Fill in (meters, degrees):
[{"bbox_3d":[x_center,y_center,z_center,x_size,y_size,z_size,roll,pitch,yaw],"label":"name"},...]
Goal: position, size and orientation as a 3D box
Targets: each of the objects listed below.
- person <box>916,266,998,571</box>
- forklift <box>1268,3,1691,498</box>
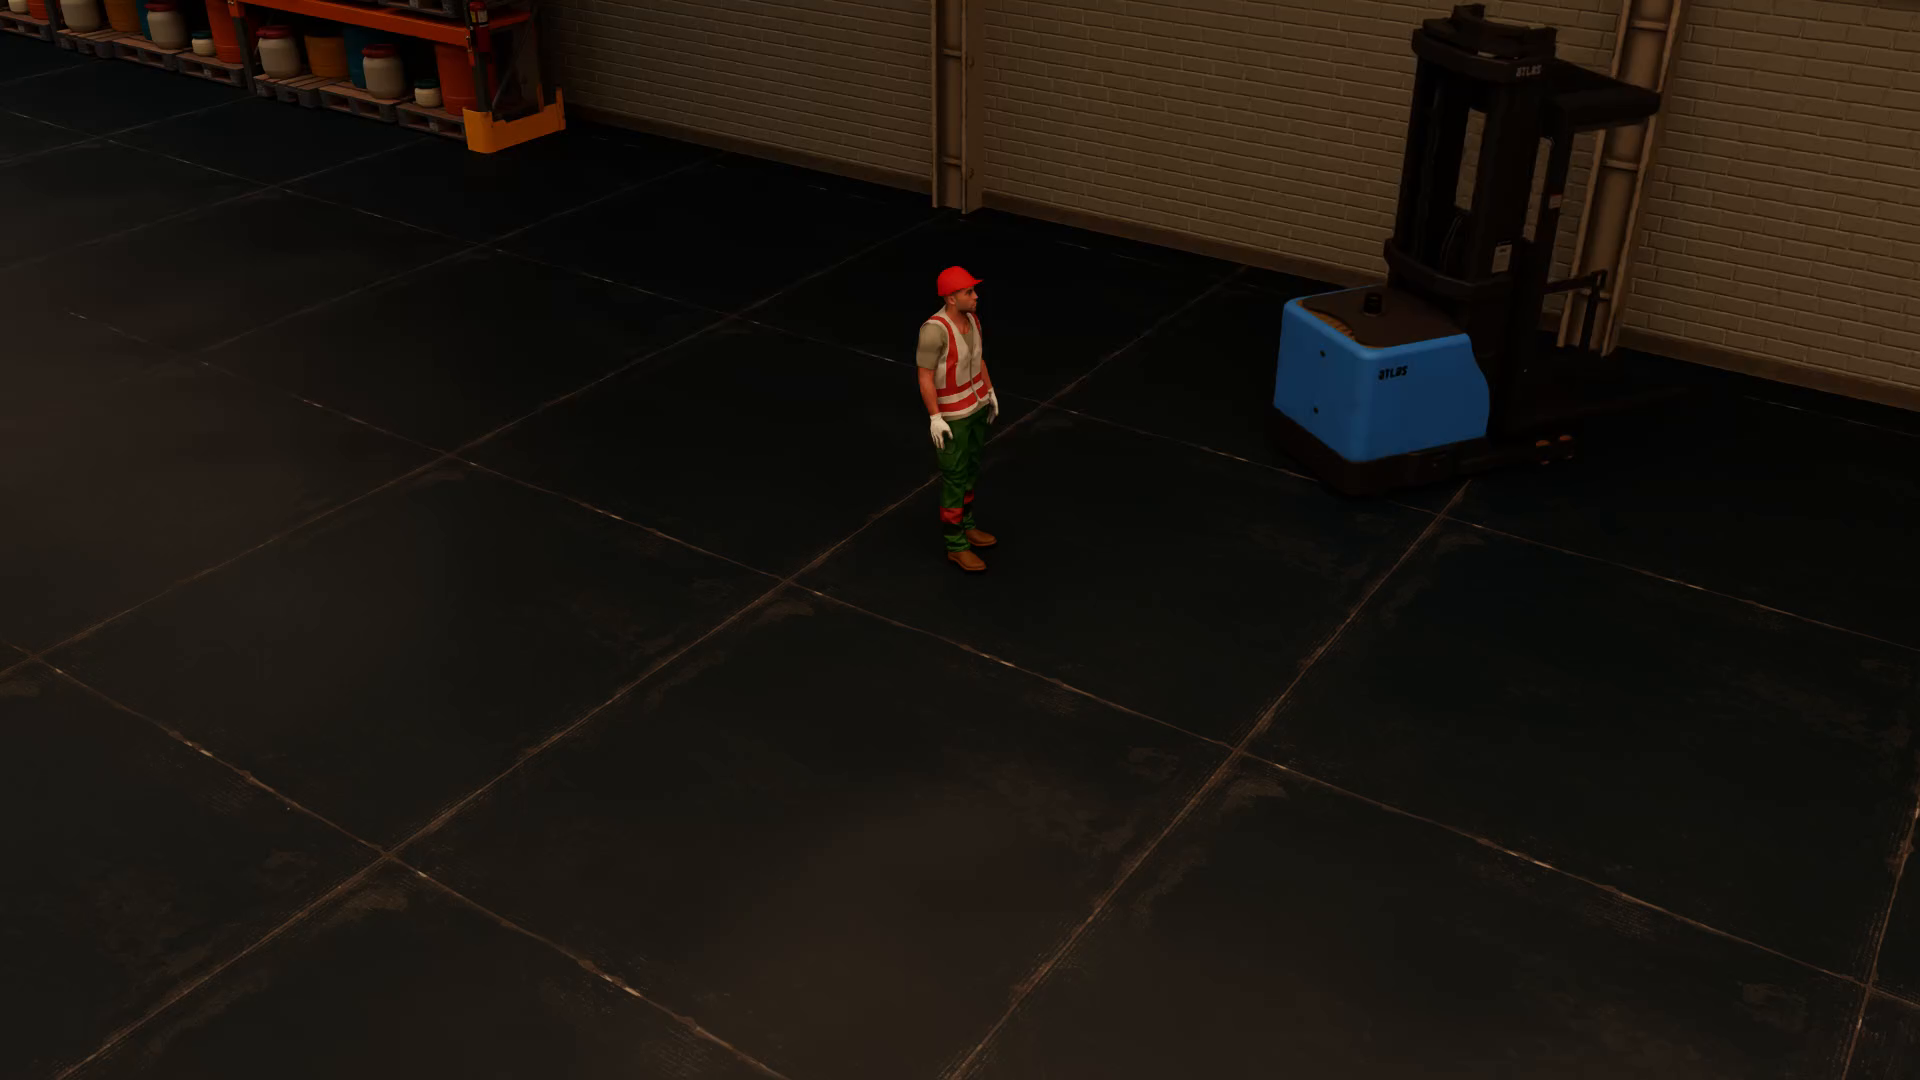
[{"bbox_3d":[0.060,-0.752,9.999,0.562,1.790,0.637,19,35,29],"label":"person"},{"bbox_3d":[3.717,-2.016,11.052,3.031,2.935,1.130,-12,32,-20],"label":"forklift"}]
